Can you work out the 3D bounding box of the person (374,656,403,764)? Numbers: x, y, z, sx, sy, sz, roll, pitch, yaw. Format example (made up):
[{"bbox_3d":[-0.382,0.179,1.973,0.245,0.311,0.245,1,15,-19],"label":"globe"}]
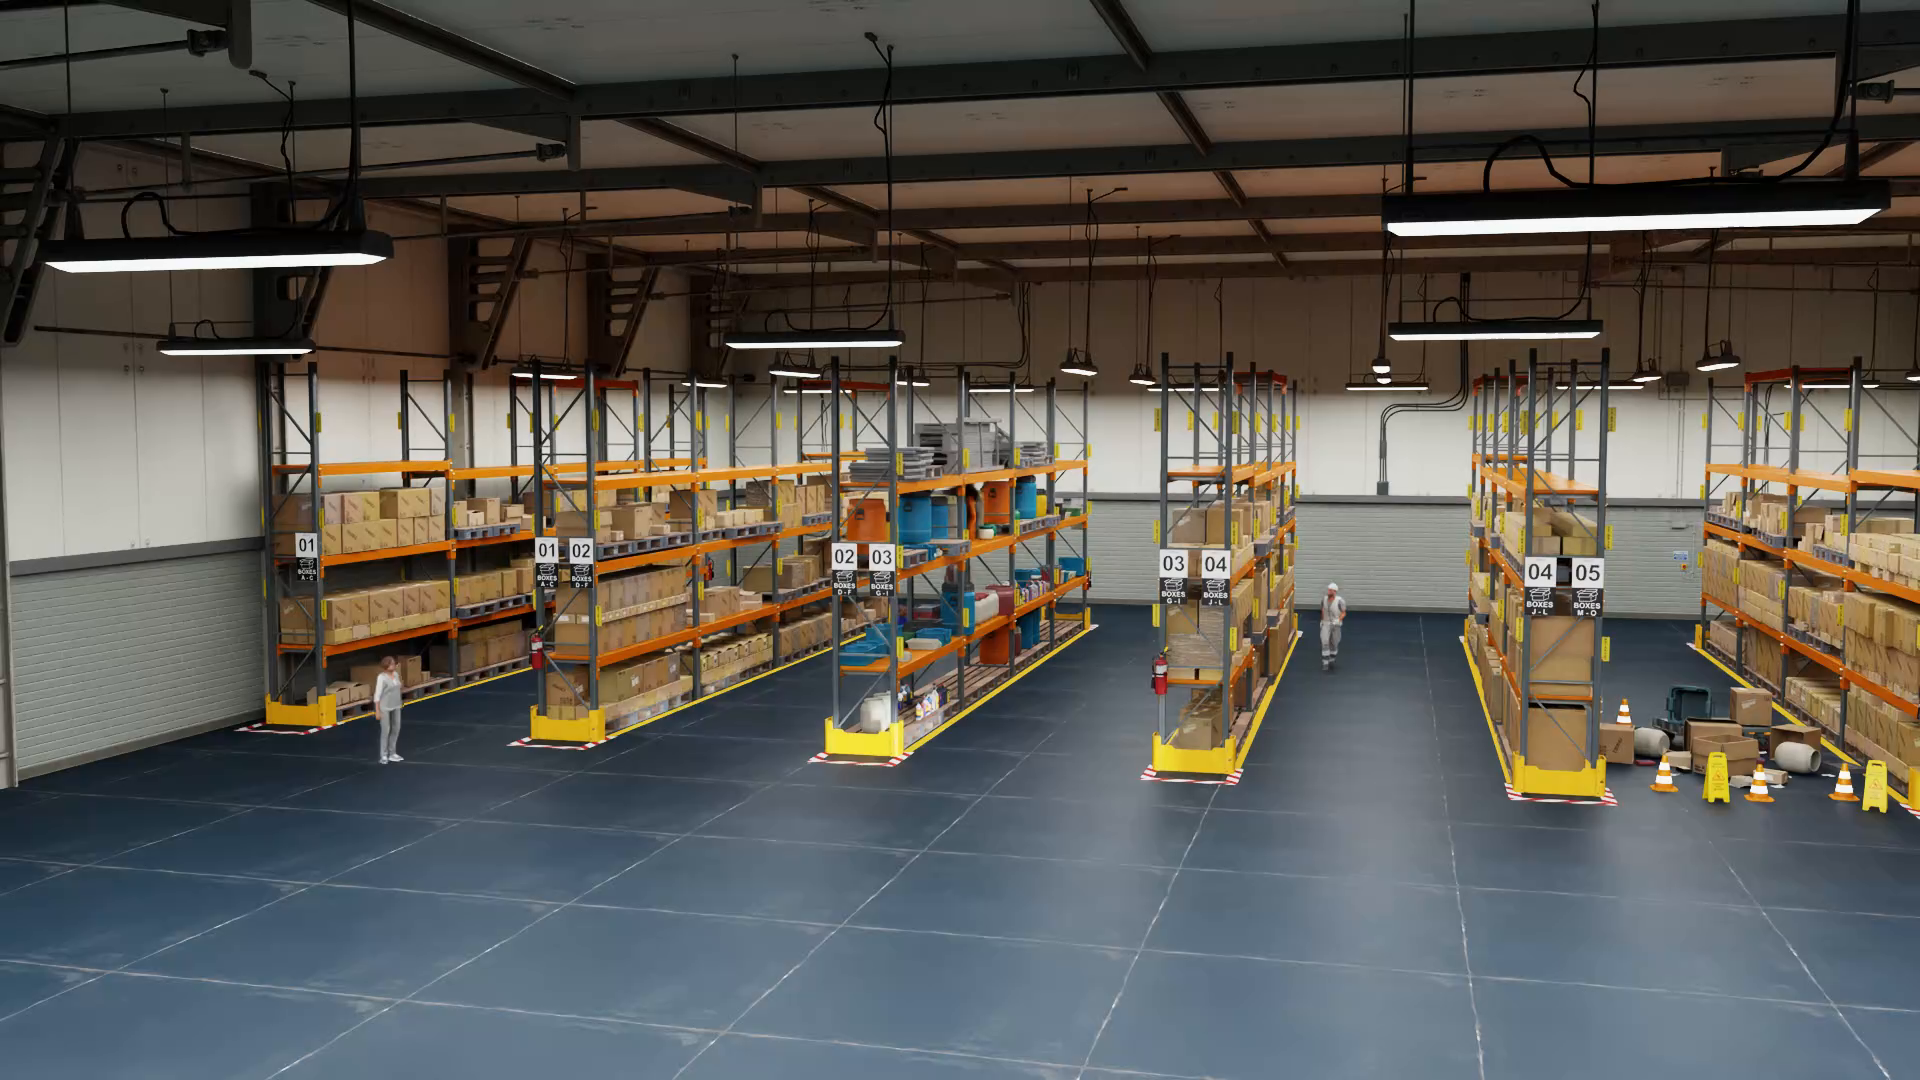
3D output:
[{"bbox_3d":[-8.412,2.491,24.457,0.366,1.597,0.553,2,5,28],"label":"person"}]

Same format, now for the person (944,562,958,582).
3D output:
[{"bbox_3d":[-0.109,1.208,41.315,0.594,1.728,1.047,1,4,12],"label":"person"}]

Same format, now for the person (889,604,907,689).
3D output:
[{"bbox_3d":[-1.105,2.002,30.607,0.370,1.676,0.461,3,5,39],"label":"person"}]

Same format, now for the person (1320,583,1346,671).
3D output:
[{"bbox_3d":[7.610,1.778,33.942,0.529,1.813,0.881,1,4,16],"label":"person"}]
